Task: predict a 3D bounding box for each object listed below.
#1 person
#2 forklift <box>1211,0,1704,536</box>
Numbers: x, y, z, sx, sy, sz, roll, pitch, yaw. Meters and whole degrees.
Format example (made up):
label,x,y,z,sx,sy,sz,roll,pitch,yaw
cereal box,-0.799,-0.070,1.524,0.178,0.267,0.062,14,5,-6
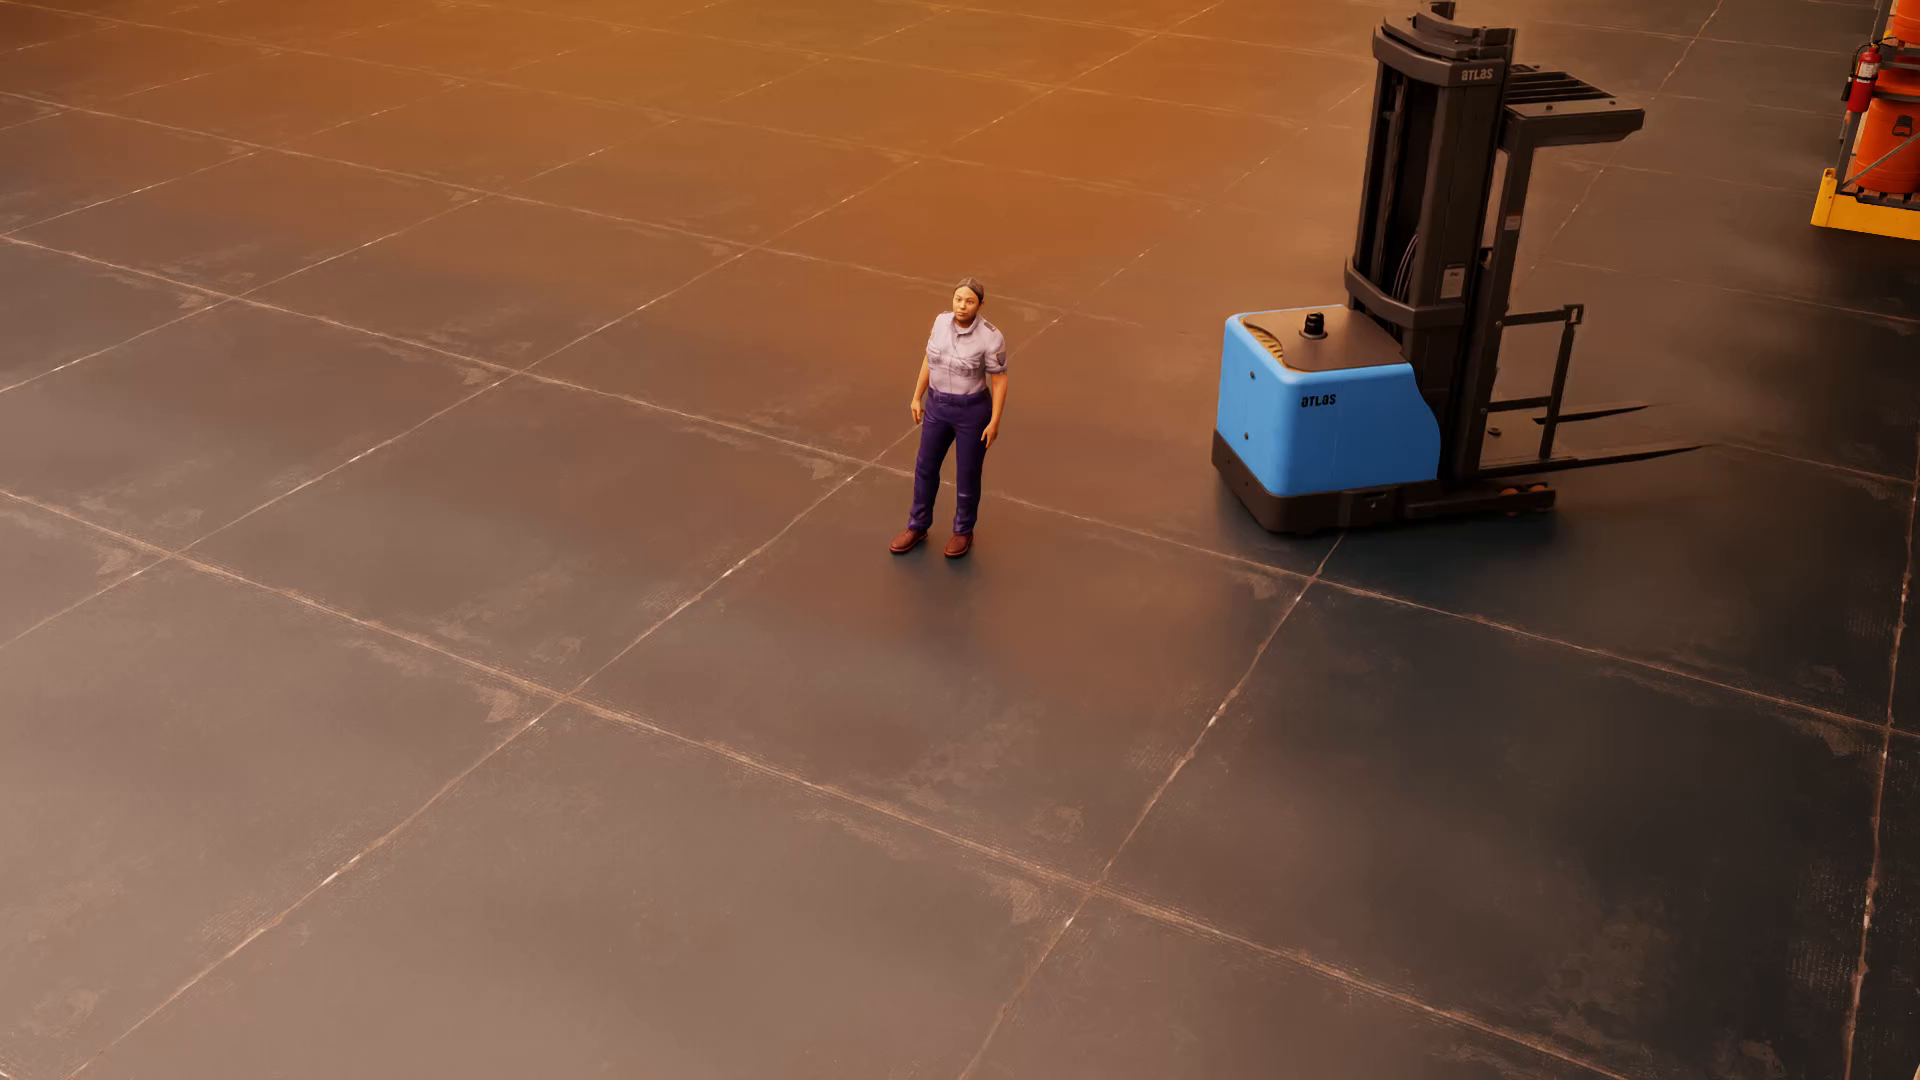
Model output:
label,x,y,z,sx,sy,sz,roll,pitch,yaw
person,-0.064,-0.686,9.529,0.598,1.651,0.502,15,33,25
forklift,3.195,-1.669,9.962,3.031,2.935,1.130,-7,31,-11
